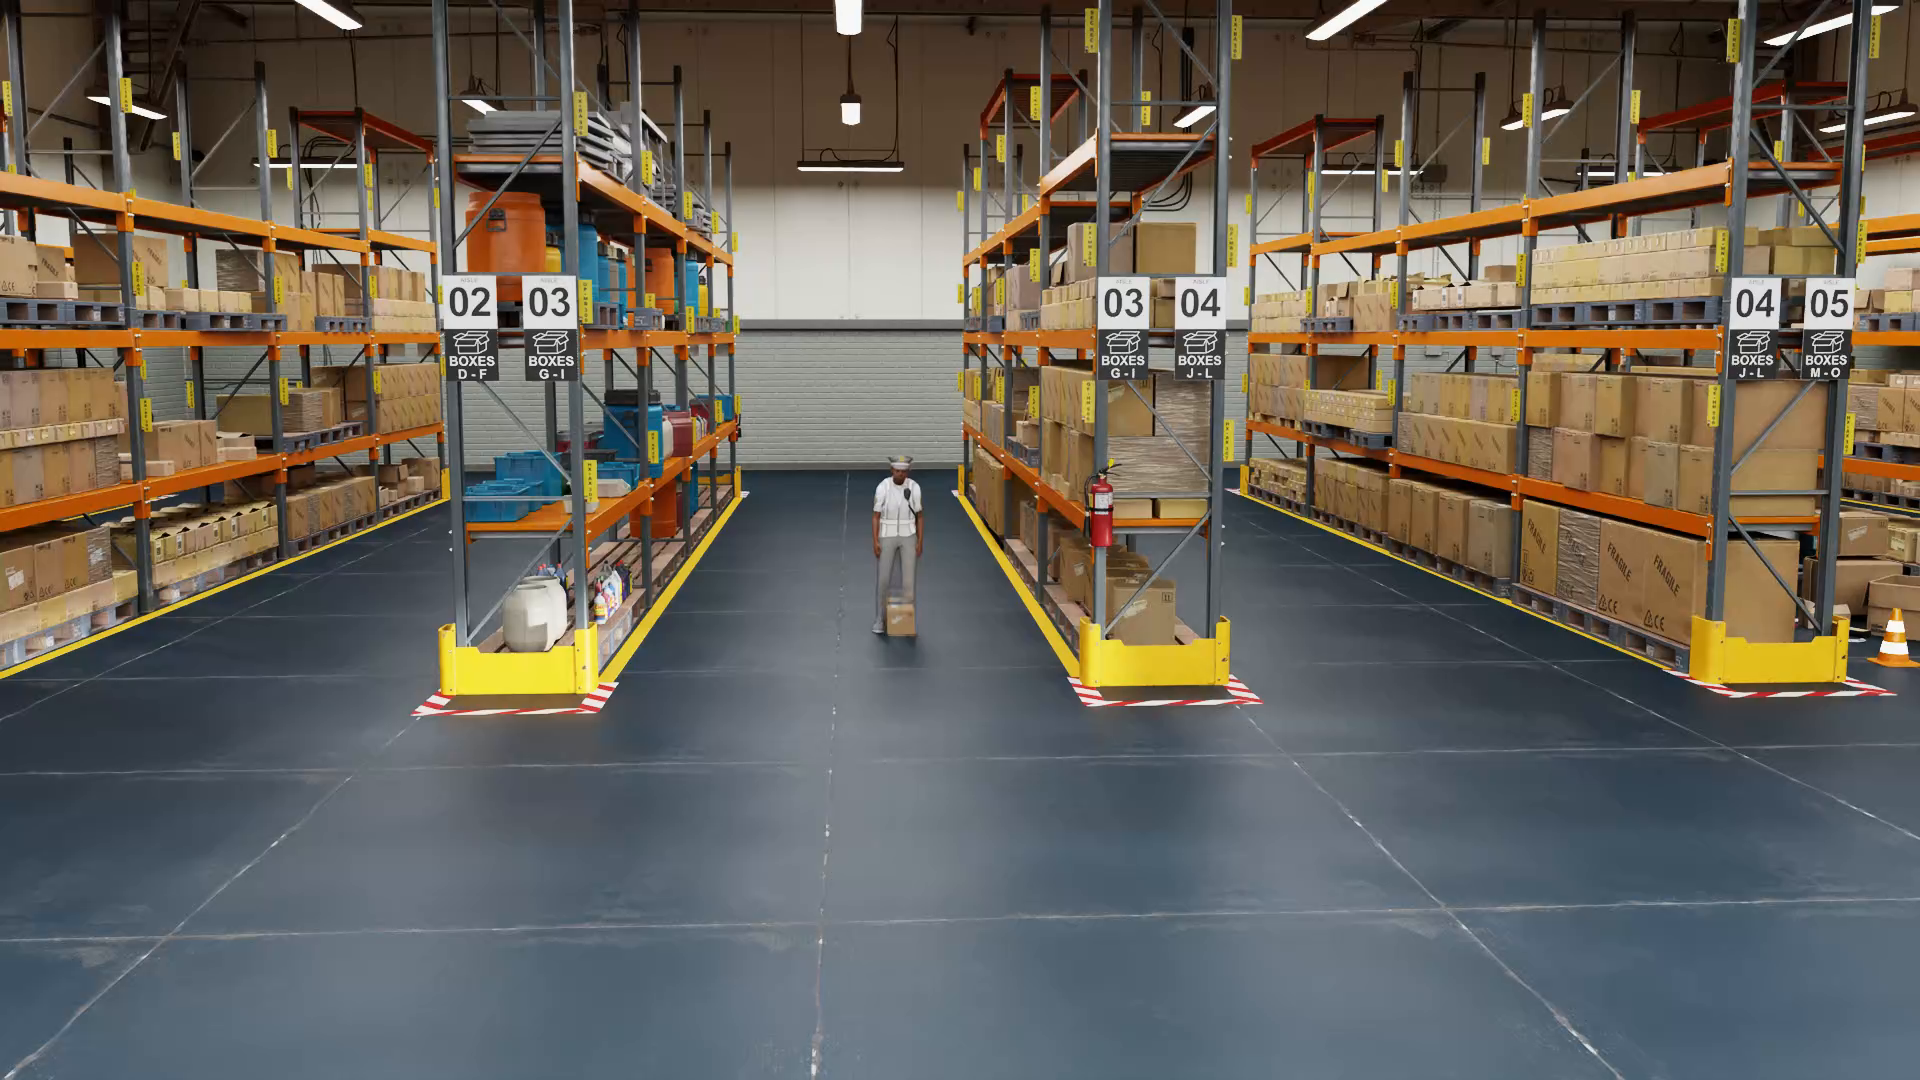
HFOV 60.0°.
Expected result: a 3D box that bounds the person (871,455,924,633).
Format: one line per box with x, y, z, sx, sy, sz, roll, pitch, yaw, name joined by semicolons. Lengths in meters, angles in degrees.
-0.585;0.028;15.520;0.503;1.661;0.424;-1;7;-6;person
